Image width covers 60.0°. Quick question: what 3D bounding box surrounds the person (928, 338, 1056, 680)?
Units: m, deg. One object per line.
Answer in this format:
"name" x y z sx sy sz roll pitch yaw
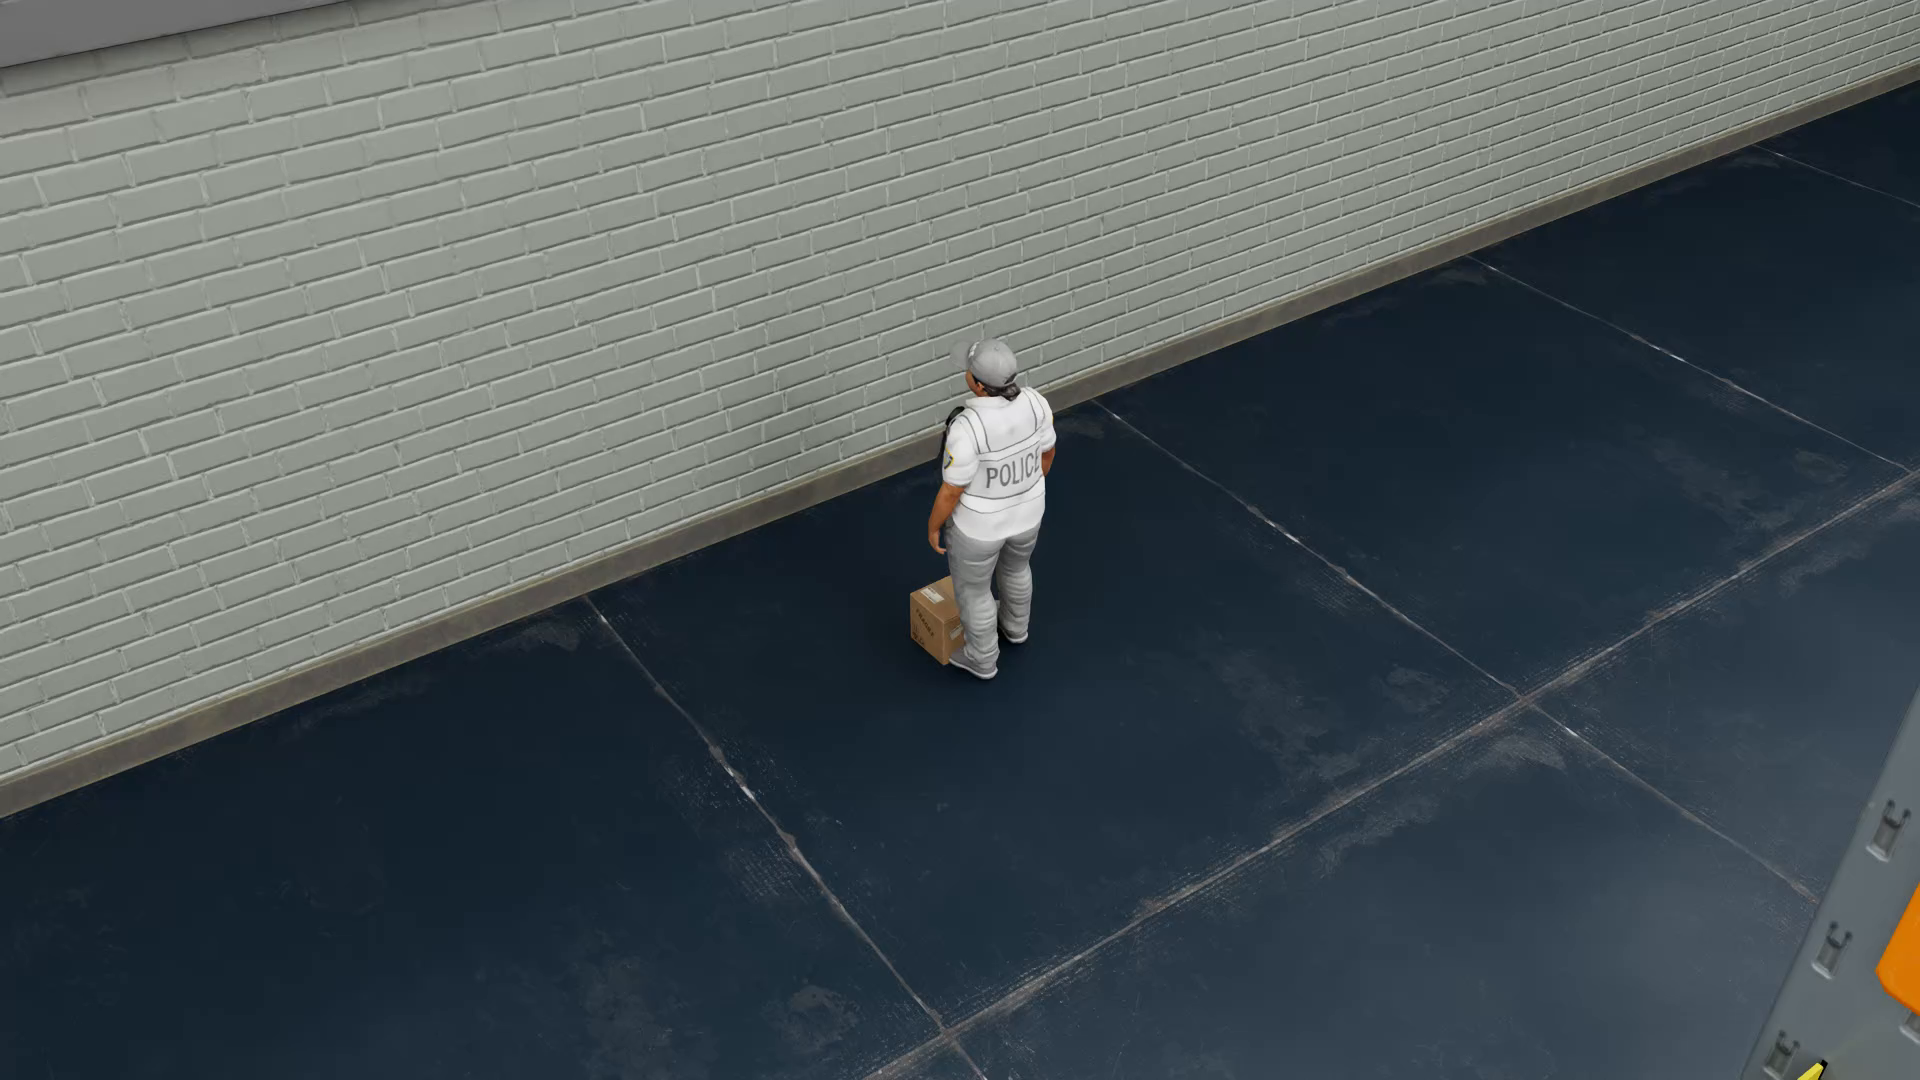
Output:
"person" 0.095 -0.149 6.828 0.599 1.671 0.529 -23 42 -27
